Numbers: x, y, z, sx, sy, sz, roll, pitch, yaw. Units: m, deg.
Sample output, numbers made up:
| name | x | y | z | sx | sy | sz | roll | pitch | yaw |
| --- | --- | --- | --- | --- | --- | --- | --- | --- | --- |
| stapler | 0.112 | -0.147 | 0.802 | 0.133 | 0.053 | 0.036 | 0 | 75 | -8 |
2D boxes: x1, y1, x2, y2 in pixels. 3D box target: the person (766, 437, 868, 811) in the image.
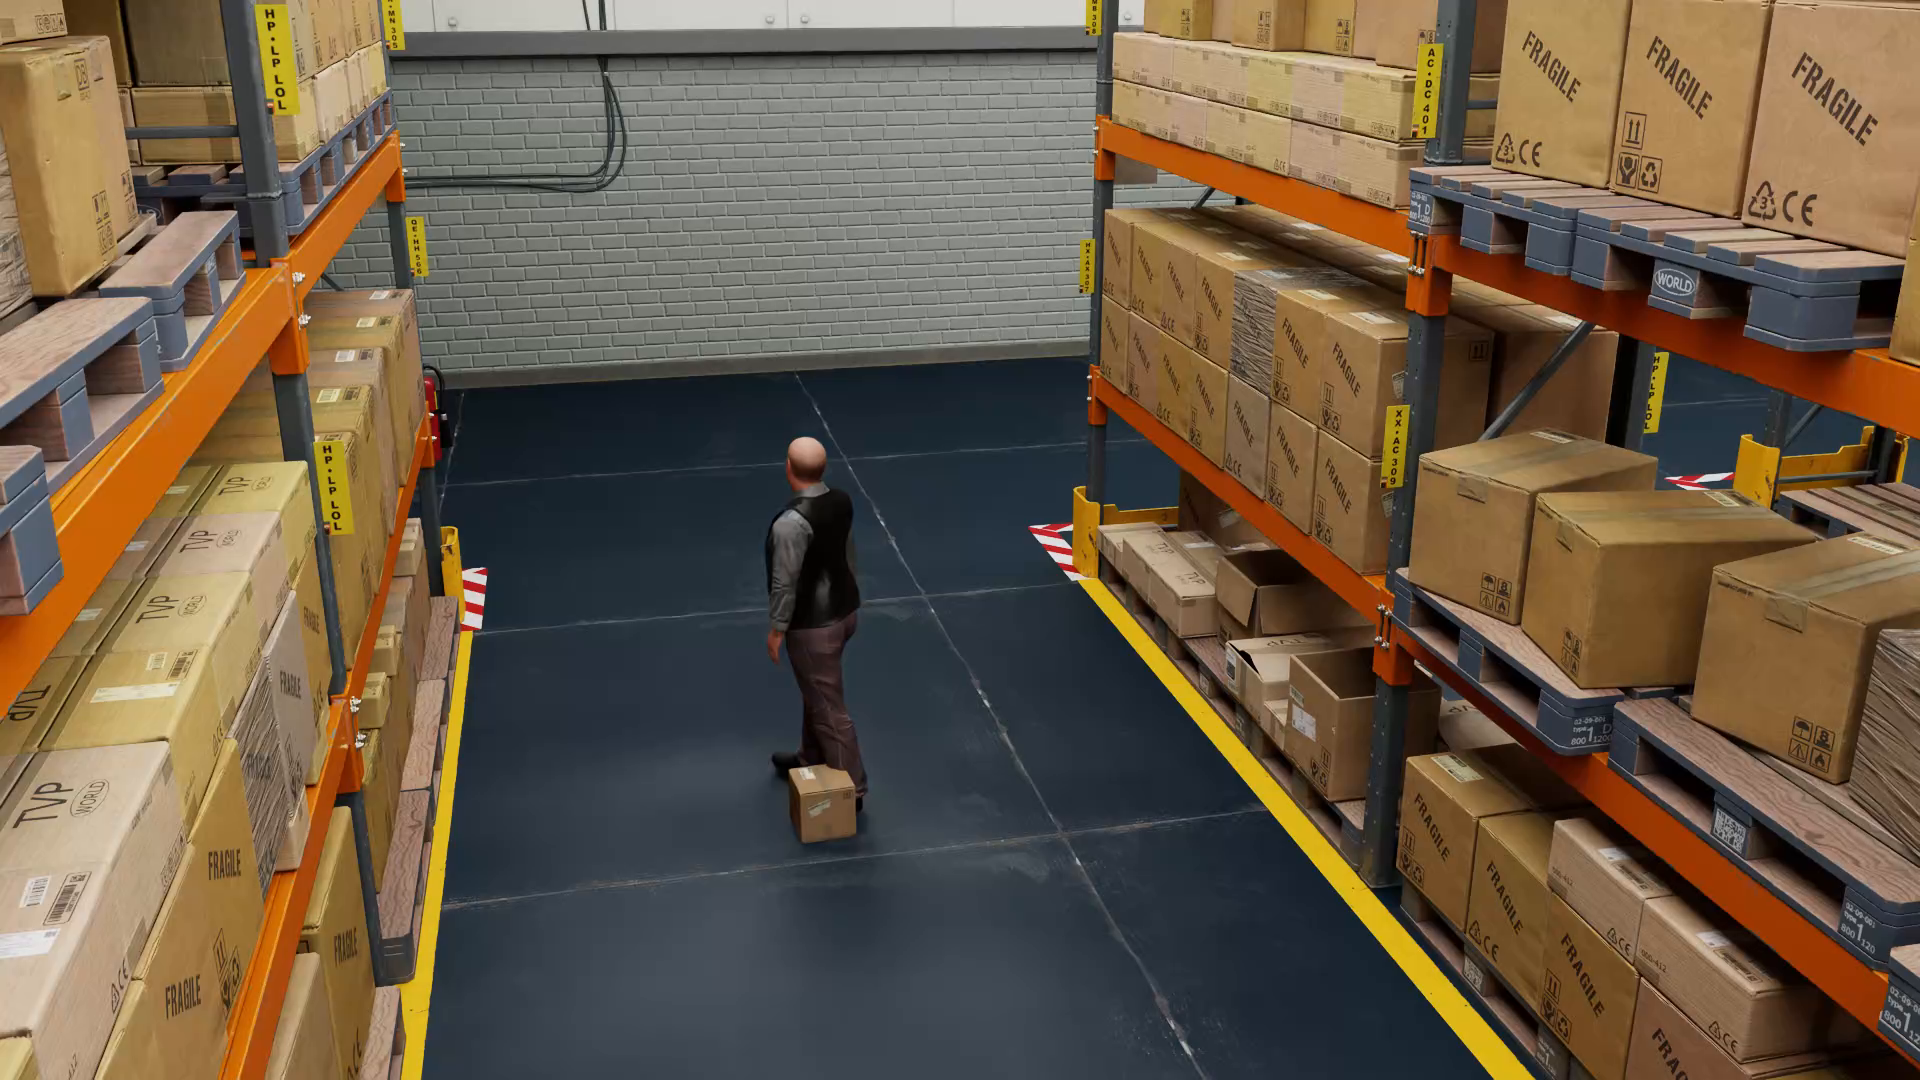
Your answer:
| name | x | y | z | sx | sy | sz | roll | pitch | yaw |
| --- | --- | --- | --- | --- | --- | --- | --- | --- | --- |
| person | -0.676 | 0.370 | 7.522 | 0.609 | 1.721 | 0.585 | 7 | 21 | 20 |
